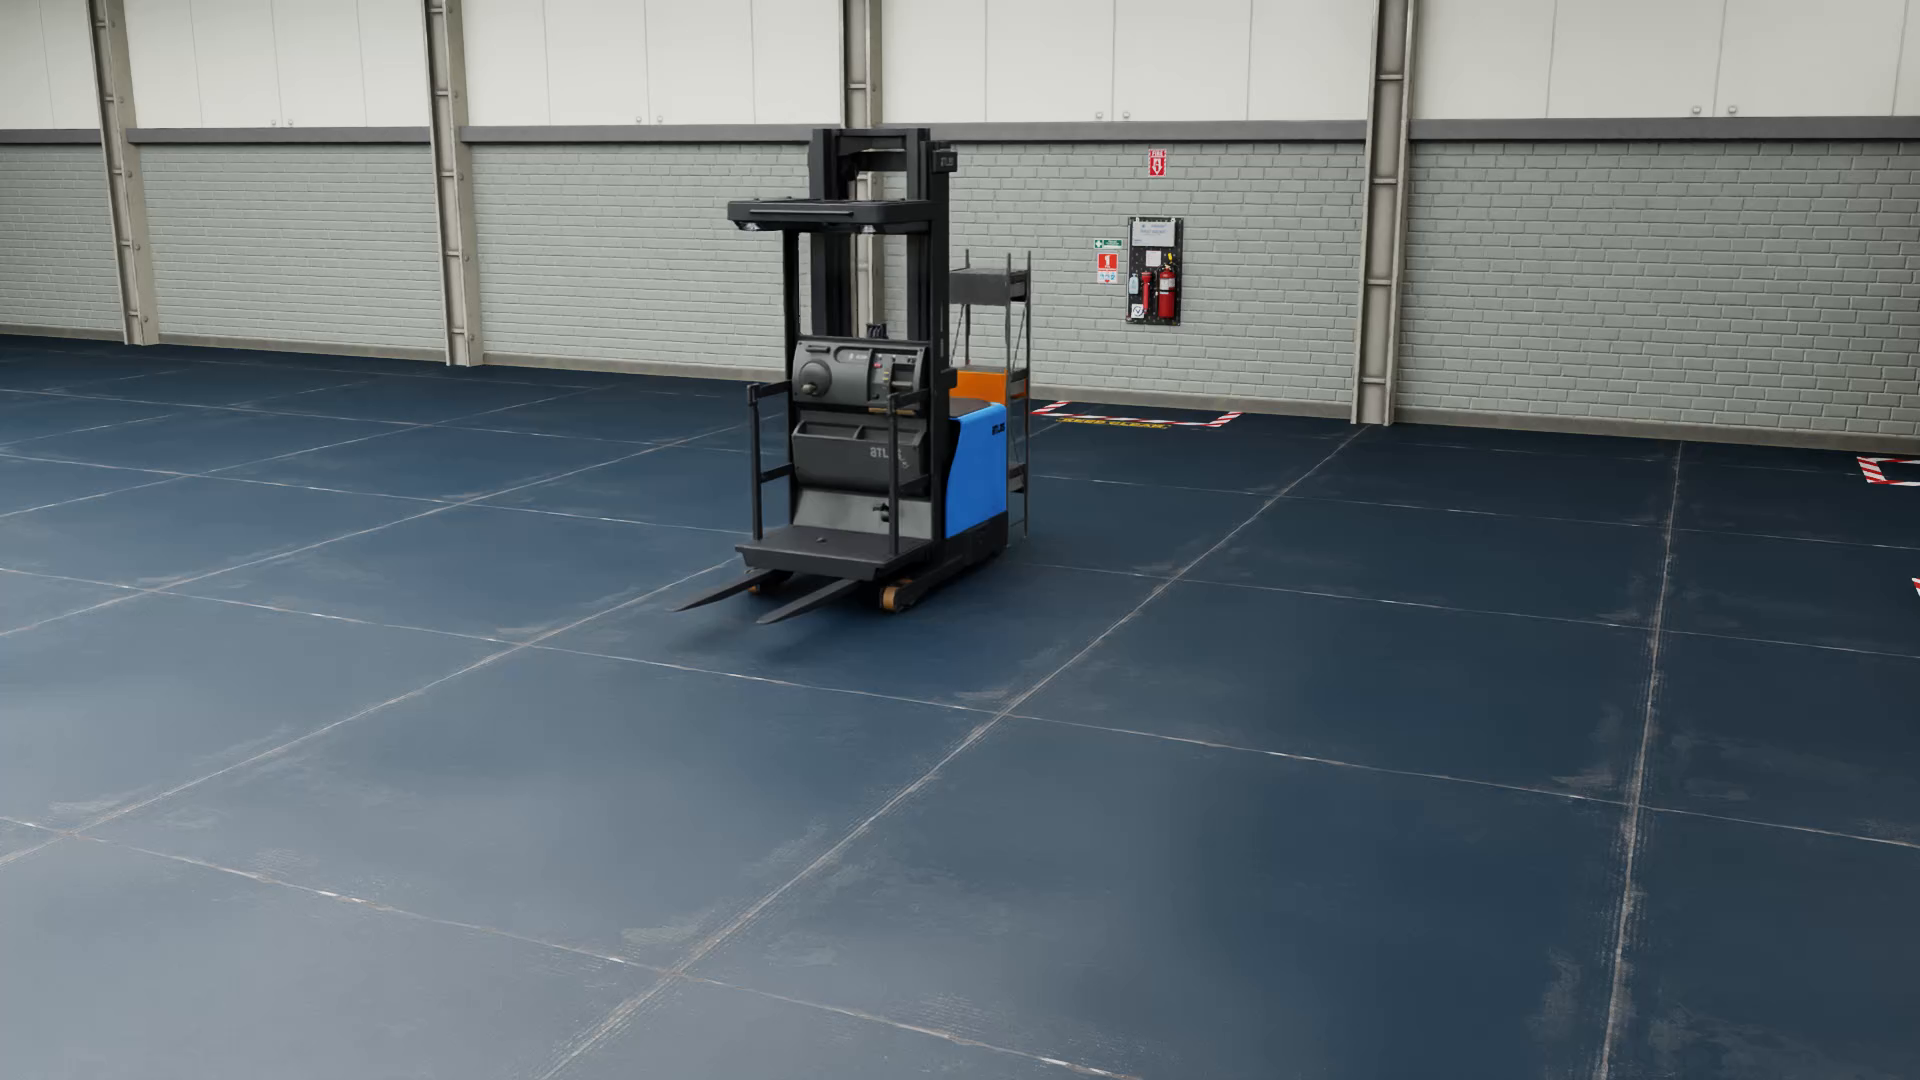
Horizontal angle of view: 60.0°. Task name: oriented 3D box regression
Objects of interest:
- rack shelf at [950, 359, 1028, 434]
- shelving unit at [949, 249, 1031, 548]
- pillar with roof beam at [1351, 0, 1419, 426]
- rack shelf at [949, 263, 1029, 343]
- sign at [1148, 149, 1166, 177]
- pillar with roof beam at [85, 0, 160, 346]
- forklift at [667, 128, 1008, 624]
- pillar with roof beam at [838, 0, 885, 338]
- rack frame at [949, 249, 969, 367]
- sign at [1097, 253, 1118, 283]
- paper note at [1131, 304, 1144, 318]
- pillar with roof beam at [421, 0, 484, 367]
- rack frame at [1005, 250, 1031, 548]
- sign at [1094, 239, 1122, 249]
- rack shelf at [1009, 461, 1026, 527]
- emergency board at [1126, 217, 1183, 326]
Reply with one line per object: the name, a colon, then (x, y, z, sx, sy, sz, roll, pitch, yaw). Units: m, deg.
rack shelf: (0.197, -1.014, 12.042, 0.480, 0.518, 0.431, 6, 15, 24)
shelving unit: (0.197, -1.028, 12.039, 0.503, 2.100, 0.431, 6, 15, 24)
pillar with roof beam: (2.606, -4.722, 12.680, 0.400, 9.000, 9.100, 6, 14, 23)
rack shelf: (0.197, -1.696, 11.882, 0.480, 0.518, 0.431, 6, 15, 24)
sign: (2.139, -4.087, 18.033, 0.199, 0.298, 0.001, 6, 14, 23)
pillar with roof beam: (-13.851, -6.388, 19.778, 0.400, 9.000, 9.100, 6, 14, 23)
forklift: (-0.742, -1.089, 10.479, 1.130, 2.935, 3.031, 6, 15, 24)
pillar with roof beam: (-2.880, -5.277, 15.046, 0.400, 9.000, 9.100, 6, 14, 23)
rack frame: (-0.024, -1.052, 12.140, 0.015, 2.100, 0.400, 6, 15, 24)
sign: (1.642, -3.027, 18.512, 0.234, 0.329, 0.001, 6, 14, 23)
paper note: (1.972, -2.539, 18.438, 0.142, 0.148, 0.016, 6, 14, 23)
pillar with roof beam: (-8.365, -5.832, 17.412, 0.400, 9.000, 9.100, 6, 14, 23)
rack frame: (0.417, -1.004, 11.937, 0.015, 2.100, 0.400, 6, 15, 24)
sign: (1.643, -3.283, 18.441, 0.331, 0.109, 0.001, 6, 14, 23)
rack shelf: (0.197, -0.333, 12.202, 0.480, 0.518, 0.431, 6, 15, 24)
emergency board: (2.106, -2.937, 18.206, 0.643, 1.169, 0.194, 6, 14, 23)
